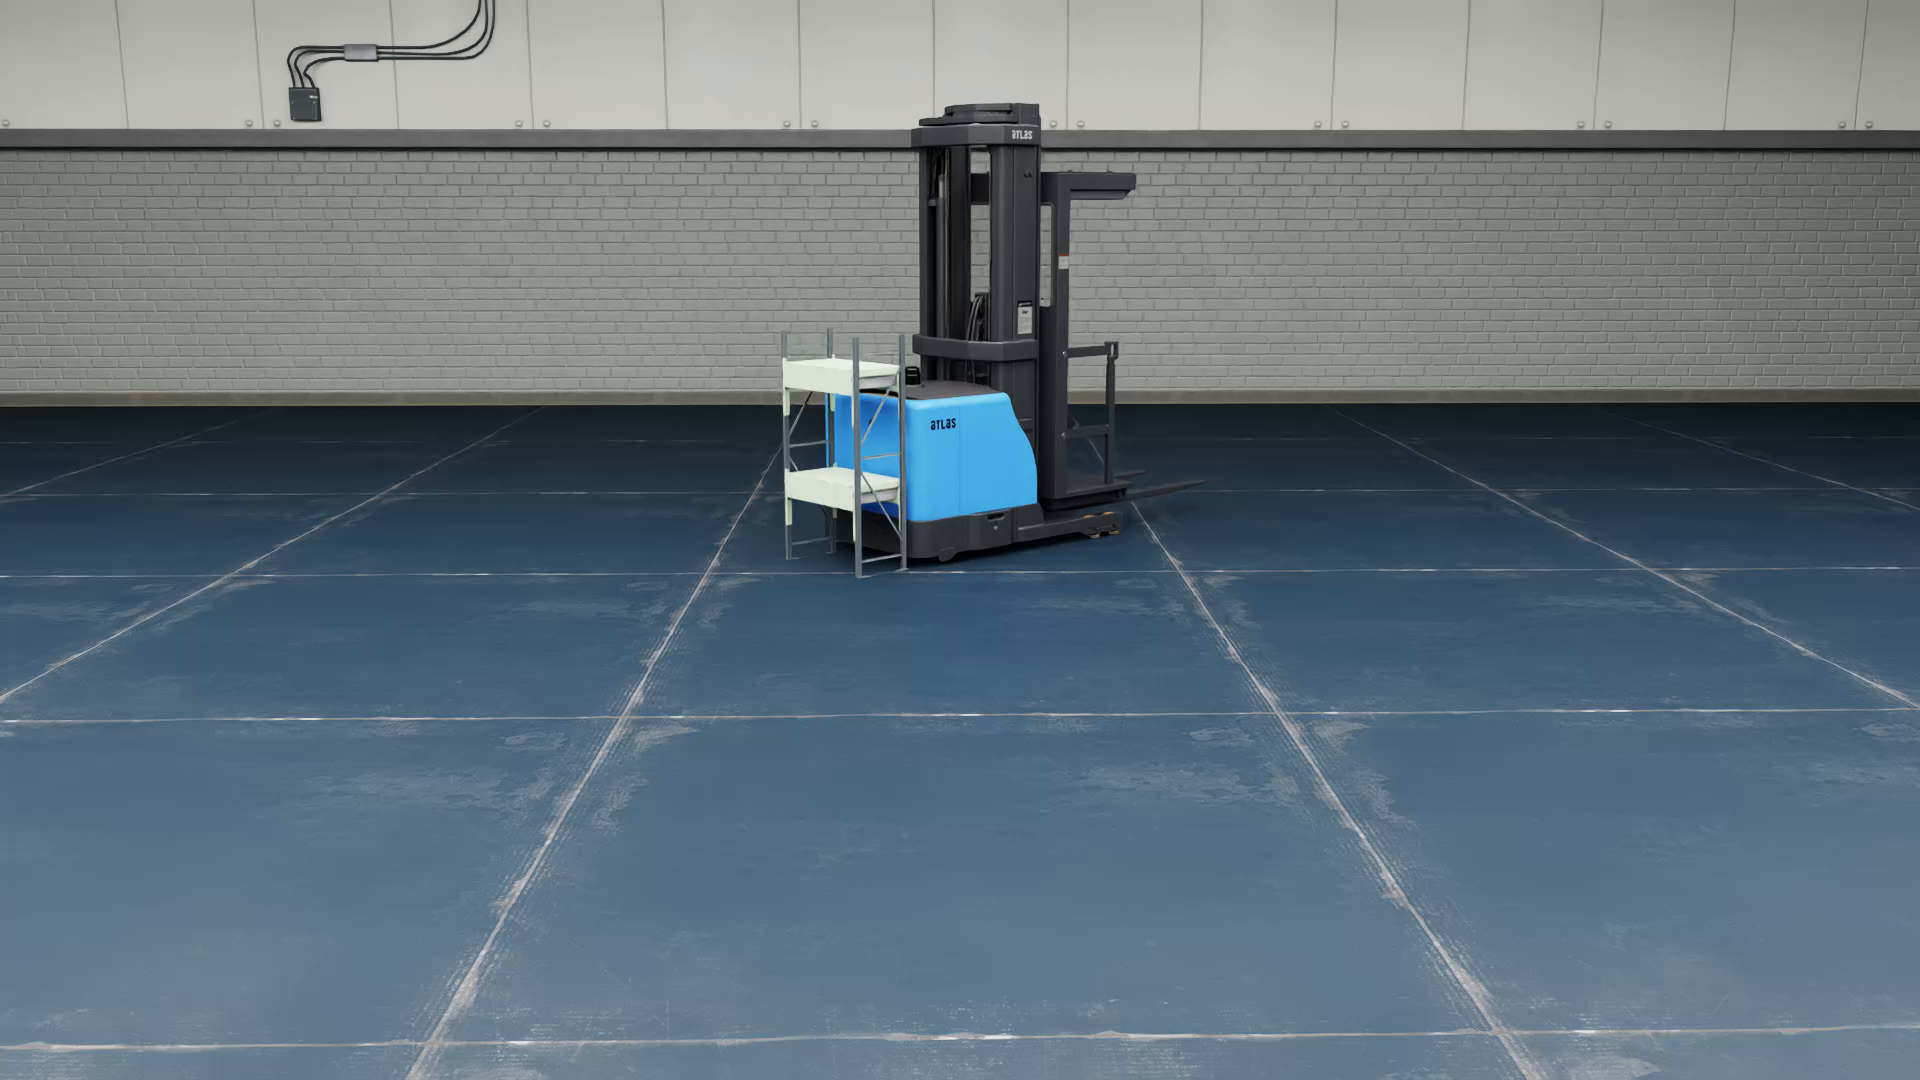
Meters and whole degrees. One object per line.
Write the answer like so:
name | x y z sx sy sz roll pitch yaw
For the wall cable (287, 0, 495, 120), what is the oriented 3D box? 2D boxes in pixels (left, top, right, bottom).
wall cable | -6.287 -7.622 17.943 2.305 6.003 0.169 0 11 -1

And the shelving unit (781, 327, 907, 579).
shelving unit | -0.741 -0.572 10.605 0.431 1.500 0.755 -10 15 -41

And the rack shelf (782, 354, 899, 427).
rack shelf | -0.741 -0.954 10.527 0.431 0.370 0.720 -10 15 -41

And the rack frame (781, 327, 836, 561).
rack frame | -0.986 -0.626 10.871 0.400 1.500 0.023 -10 15 -41

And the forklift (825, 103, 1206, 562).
forklift | 0.521 -1.516 11.660 3.031 2.935 1.130 -10 15 -40

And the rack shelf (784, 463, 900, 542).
rack shelf | -0.741 -0.252 10.670 0.431 0.370 0.720 -10 15 -41

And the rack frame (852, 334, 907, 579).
rack frame | -0.496 -0.518 10.338 0.400 1.500 0.023 -10 15 -41
